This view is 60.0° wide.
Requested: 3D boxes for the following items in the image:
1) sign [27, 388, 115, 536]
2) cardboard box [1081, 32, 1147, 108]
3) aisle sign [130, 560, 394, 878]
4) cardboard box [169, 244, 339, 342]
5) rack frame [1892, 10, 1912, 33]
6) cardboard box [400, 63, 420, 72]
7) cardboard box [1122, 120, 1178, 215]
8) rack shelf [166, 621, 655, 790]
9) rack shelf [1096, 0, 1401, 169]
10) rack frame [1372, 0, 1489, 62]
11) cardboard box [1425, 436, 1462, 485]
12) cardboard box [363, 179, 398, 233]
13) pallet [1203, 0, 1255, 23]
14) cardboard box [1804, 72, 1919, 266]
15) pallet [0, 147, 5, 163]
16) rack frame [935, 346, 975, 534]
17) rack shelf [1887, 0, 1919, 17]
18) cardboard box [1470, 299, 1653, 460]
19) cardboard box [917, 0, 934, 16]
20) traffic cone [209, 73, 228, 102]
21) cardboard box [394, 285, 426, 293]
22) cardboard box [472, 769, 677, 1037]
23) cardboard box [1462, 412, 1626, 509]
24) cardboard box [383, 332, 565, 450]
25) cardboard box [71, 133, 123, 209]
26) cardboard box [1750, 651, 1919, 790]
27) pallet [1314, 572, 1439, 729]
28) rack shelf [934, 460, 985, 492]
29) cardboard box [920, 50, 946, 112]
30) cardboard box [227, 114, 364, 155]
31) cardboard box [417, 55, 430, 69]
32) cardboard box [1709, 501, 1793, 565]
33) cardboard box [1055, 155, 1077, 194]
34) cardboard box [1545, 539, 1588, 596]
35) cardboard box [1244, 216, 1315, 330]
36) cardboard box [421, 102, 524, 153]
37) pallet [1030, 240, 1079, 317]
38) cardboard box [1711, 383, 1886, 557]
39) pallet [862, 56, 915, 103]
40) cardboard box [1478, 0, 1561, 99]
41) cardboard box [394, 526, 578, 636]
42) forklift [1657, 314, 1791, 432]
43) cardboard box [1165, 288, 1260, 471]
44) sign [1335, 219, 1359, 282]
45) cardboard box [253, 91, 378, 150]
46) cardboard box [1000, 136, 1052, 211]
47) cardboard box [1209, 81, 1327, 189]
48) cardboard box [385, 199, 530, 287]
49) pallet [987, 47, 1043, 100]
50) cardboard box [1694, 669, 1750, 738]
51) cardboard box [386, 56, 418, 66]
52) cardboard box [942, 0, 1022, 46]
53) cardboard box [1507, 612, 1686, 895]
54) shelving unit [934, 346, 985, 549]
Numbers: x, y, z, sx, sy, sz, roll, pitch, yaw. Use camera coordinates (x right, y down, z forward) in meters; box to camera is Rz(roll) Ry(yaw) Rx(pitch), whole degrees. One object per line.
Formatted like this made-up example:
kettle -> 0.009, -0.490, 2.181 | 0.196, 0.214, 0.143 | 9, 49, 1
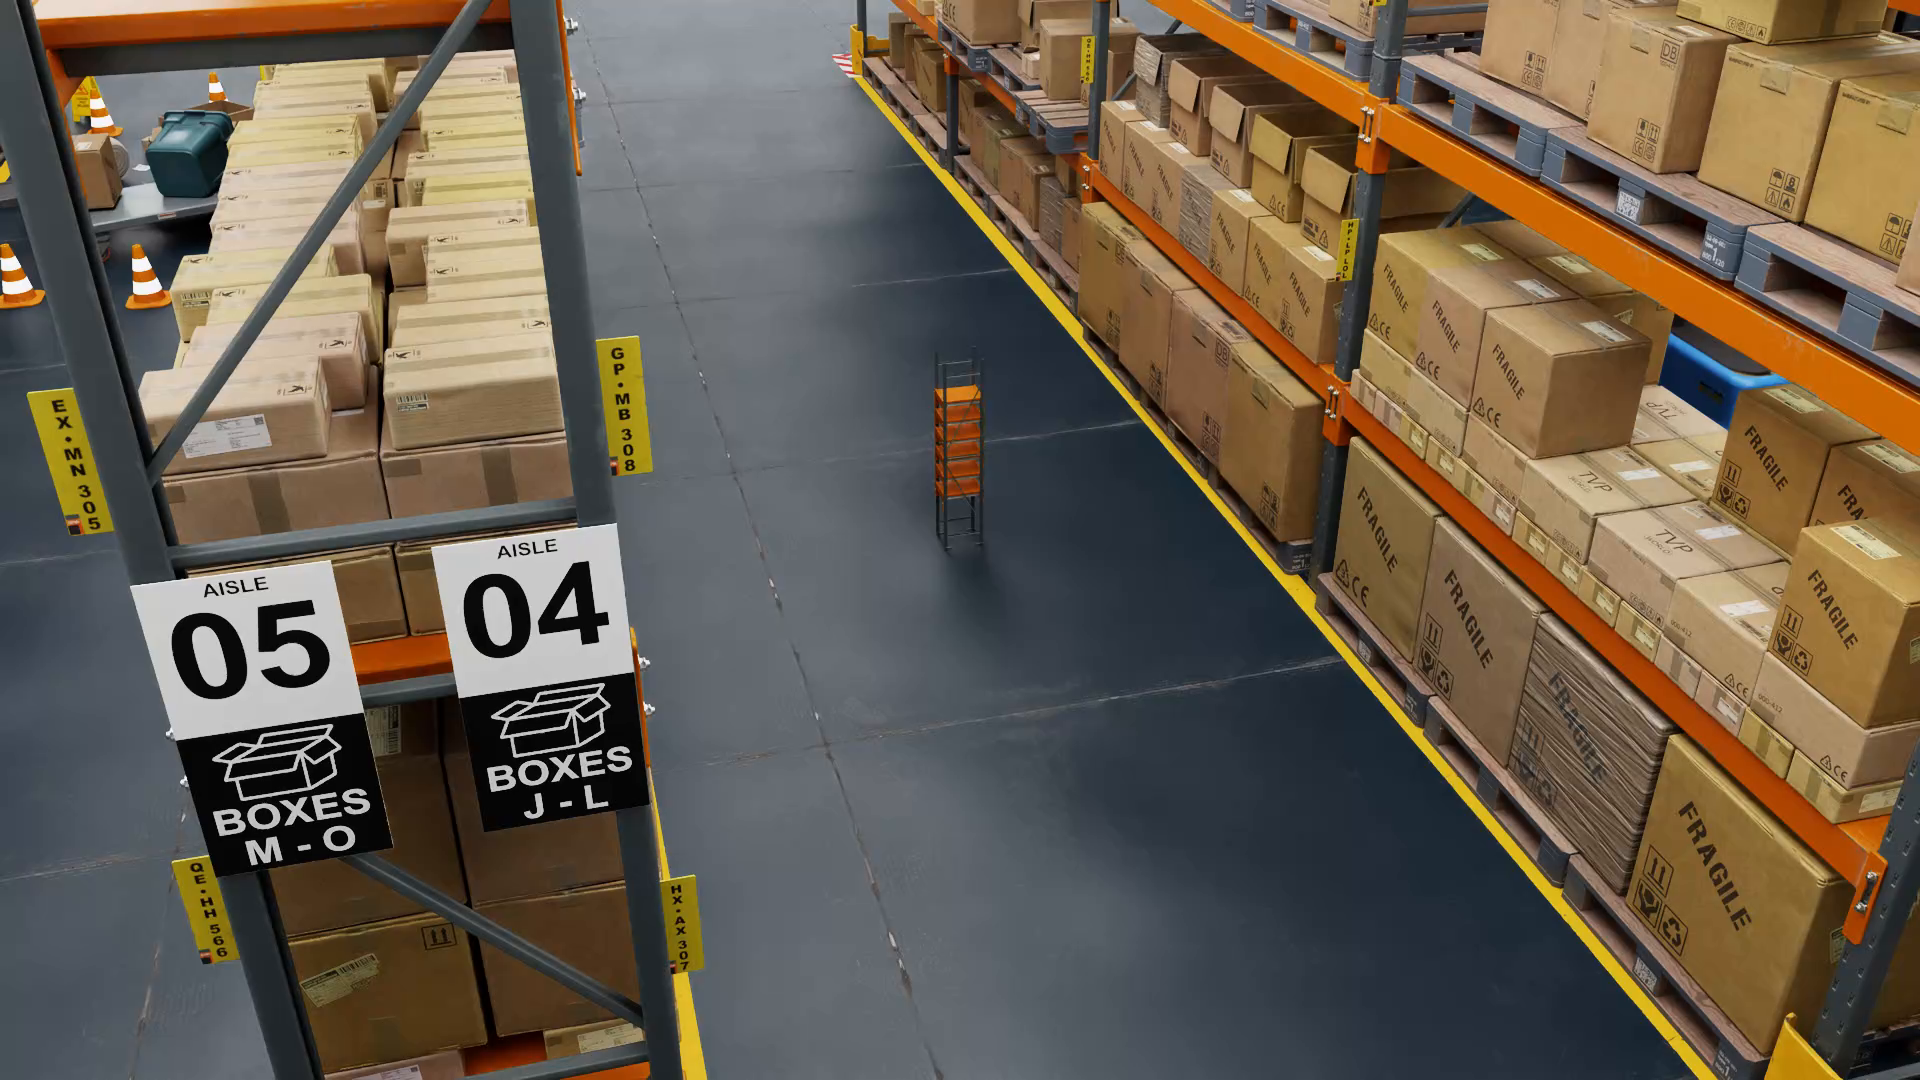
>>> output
sign -> -1.796, -0.156, 3.379 | 0.100, 0.325, 0.005 | -8, 31, -13
cardboard box -> 1.248, -3.494, 12.504 | 0.500, 0.500, 0.500 | -12, 32, -19
aisle sign -> -1.526, 0.411, 3.681 | 0.394, 0.787, 0.004 | -8, 31, -13
cardboard box -> -1.842, -0.652, 4.371 | 0.380, 0.149, 0.250 | -7, 31, -12
rack frame -> 9.920, -6.261, 17.803 | 1.000, 3.000, 0.127 | -8, 31, -13
cardboard box -> -1.950, -1.731, 6.634 | 0.500, 0.250, 0.500 | -9, 31, -16
cardboard box -> 1.435, -2.537, 11.270 | 0.500, 0.500, 0.500 | -9, 31, -15
rack shelf -> -1.787, -0.492, 5.560 | 1.077, 0.370, 4.000 | -8, 31, -13
rack shelf -> 1.960, -3.034, 9.953 | 1.077, 0.370, 4.000 | -8, 31, -13
rack frame -> 2.491, -3.678, 7.352 | 1.000, 3.000, 0.127 | -8, 31, -13
cardboard box -> 2.461, -0.405, 7.937 | 0.380, 0.149, 0.250 | -9, 31, -15
cardboard box -> -2.017, -0.917, 5.228 | 0.500, 0.250, 0.500 | -9, 31, -15
pallet -> 1.951, -3.386, 10.031 | 1.003, 0.211, 1.213 | -6, 31, -11
cardboard box -> 3.330, -1.248, 5.530 | 0.700, 0.500, 0.500 | -9, 31, -15
pallet -> -10.047, -3.919, 16.541 | 1.003, 0.211, 1.213 | -8, 31, -13
rack frame -> -0.028, -0.570, 9.769 | 0.240, 1.200, 0.006 | -8, 31, -13
rack shelf -> 10.451, -4.983, 16.315 | 1.077, 0.370, 4.000 | -8, 31, -13
cardboard box -> 2.638, -0.715, 7.326 | 0.500, 0.500, 0.500 | -9, 31, -15
cardboard box -> -0.212, -5.258, 16.322 | 0.380, 0.149, 0.250 | -8, 31, -13
traffic cone -> -7.911, -4.737, 17.704 | 0.336, 0.463, 0.334 | -8, 31, -13
cardboard box -> -1.384, -0.733, 4.909 | 0.500, 0.250, 0.500 | -7, 31, -13
cardboard box -> -1.109, 1.035, 4.801 | 0.500, 0.500, 0.500 | -6, 31, -11
cardboard box -> 2.633, -0.393, 7.519 | 0.500, 0.250, 0.500 | -7, 31, -12
cardboard box -> -1.122, -0.348, 3.846 | 0.380, 0.149, 0.250 | -8, 31, -14
cardboard box -> -7.479, -3.125, 14.125 | 0.500, 0.500, 0.500 | -8, 31, -13
cardboard box -> 3.168, 0.588, 5.824 | 0.500, 0.250, 0.500 | -8, 31, -14
pallet -> 2.617, 0.503, 8.901 | 1.003, 0.211, 1.213 | -8, 31, -13
rack shelf -> -0.004, -0.384, 9.775 | 0.258, 0.103, 0.180 | -8, 31, -13
cardboard box -> -0.100, -4.809, 17.371 | 0.500, 0.500, 0.500 | -11, 32, -18
cardboard box -> -2.172, -1.279, 5.455 | 0.380, 0.149, 0.250 | -6, 31, -11
cardboard box -> -1.891, -1.852, 6.445 | 0.380, 0.149, 0.250 | -7, 31, -12
cardboard box -> 3.411, 0.025, 6.796 | 0.500, 0.250, 0.500 | -9, 31, -15
cardboard box -> 1.072, -3.021, 13.514 | 0.500, 0.250, 0.500 | -4, 30, -8
cardboard box -> 2.735, 0.093, 7.078 | 0.380, 0.149, 0.250 | -7, 31, -12
cardboard box -> 1.979, -1.554, 9.572 | 0.500, 0.500, 0.500 | -7, 31, -12
cardboard box -> -1.603, -1.357, 5.590 | 0.380, 0.149, 0.250 | -8, 31, -14
pallet -> 1.223, -2.184, 13.544 | 1.003, 0.211, 1.213 | -8, 31, -13
cardboard box -> 3.410, -0.297, 6.603 | 0.500, 0.500, 0.500 | -9, 31, -15
pallet -> -0.492, -5.237, 18.818 | 1.003, 0.211, 1.213 | -8, 31, -13
cardboard box -> 2.757, -2.278, 7.309 | 0.700, 0.500, 0.500 | -10, 31, -16
cardboard box -> -1.129, -0.023, 4.182 | 0.500, 0.250, 0.500 | -7, 31, -12
forklift -> 4.520, -2.013, 10.532 | 1.130, 2.935, 3.031 | -7, 31, -12
cardboard box -> 2.064, -1.082, 10.557 | 1.225, 0.875, 0.875 | -9, 31, -15
sign -> 1.971, -1.472, 8.452 | 0.100, 0.325, 0.005 | -8, 31, -13
cardboard box -> -2.199, -1.417, 5.693 | 0.380, 0.149, 0.250 | -9, 31, -15
cardboard box -> 0.767, -3.251, 14.660 | 0.700, 0.500, 0.500 | -11, 32, -18
cardboard box -> 1.963, -2.497, 10.200 | 0.797, 0.503, 0.637 | -7, 31, -12
cardboard box -> -1.409, -0.842, 4.700 | 0.380, 0.149, 0.250 | -7, 31, -12
pallet -> 0.865, -3.881, 13.884 | 1.003, 0.211, 1.213 | -8, 31, -13
cardboard box -> 3.004, 0.584, 6.229 | 0.380, 0.149, 0.250 | -8, 31, -13
cardboard box -> -2.312, -2.192, 7.260 | 0.700, 0.500, 0.500 | -8, 31, -13
cardboard box -> 0.444, -4.984, 14.580 | 1.000, 1.000, 1.000 | -8, 31, -13
cardboard box -> 3.064, 0.850, 7.220 | 0.875, 0.875, 0.875 | -8, 31, -13
shelving unit -> -0.004, -0.526, 9.693 | 0.258, 1.200, 0.189 | -8, 31, -13
